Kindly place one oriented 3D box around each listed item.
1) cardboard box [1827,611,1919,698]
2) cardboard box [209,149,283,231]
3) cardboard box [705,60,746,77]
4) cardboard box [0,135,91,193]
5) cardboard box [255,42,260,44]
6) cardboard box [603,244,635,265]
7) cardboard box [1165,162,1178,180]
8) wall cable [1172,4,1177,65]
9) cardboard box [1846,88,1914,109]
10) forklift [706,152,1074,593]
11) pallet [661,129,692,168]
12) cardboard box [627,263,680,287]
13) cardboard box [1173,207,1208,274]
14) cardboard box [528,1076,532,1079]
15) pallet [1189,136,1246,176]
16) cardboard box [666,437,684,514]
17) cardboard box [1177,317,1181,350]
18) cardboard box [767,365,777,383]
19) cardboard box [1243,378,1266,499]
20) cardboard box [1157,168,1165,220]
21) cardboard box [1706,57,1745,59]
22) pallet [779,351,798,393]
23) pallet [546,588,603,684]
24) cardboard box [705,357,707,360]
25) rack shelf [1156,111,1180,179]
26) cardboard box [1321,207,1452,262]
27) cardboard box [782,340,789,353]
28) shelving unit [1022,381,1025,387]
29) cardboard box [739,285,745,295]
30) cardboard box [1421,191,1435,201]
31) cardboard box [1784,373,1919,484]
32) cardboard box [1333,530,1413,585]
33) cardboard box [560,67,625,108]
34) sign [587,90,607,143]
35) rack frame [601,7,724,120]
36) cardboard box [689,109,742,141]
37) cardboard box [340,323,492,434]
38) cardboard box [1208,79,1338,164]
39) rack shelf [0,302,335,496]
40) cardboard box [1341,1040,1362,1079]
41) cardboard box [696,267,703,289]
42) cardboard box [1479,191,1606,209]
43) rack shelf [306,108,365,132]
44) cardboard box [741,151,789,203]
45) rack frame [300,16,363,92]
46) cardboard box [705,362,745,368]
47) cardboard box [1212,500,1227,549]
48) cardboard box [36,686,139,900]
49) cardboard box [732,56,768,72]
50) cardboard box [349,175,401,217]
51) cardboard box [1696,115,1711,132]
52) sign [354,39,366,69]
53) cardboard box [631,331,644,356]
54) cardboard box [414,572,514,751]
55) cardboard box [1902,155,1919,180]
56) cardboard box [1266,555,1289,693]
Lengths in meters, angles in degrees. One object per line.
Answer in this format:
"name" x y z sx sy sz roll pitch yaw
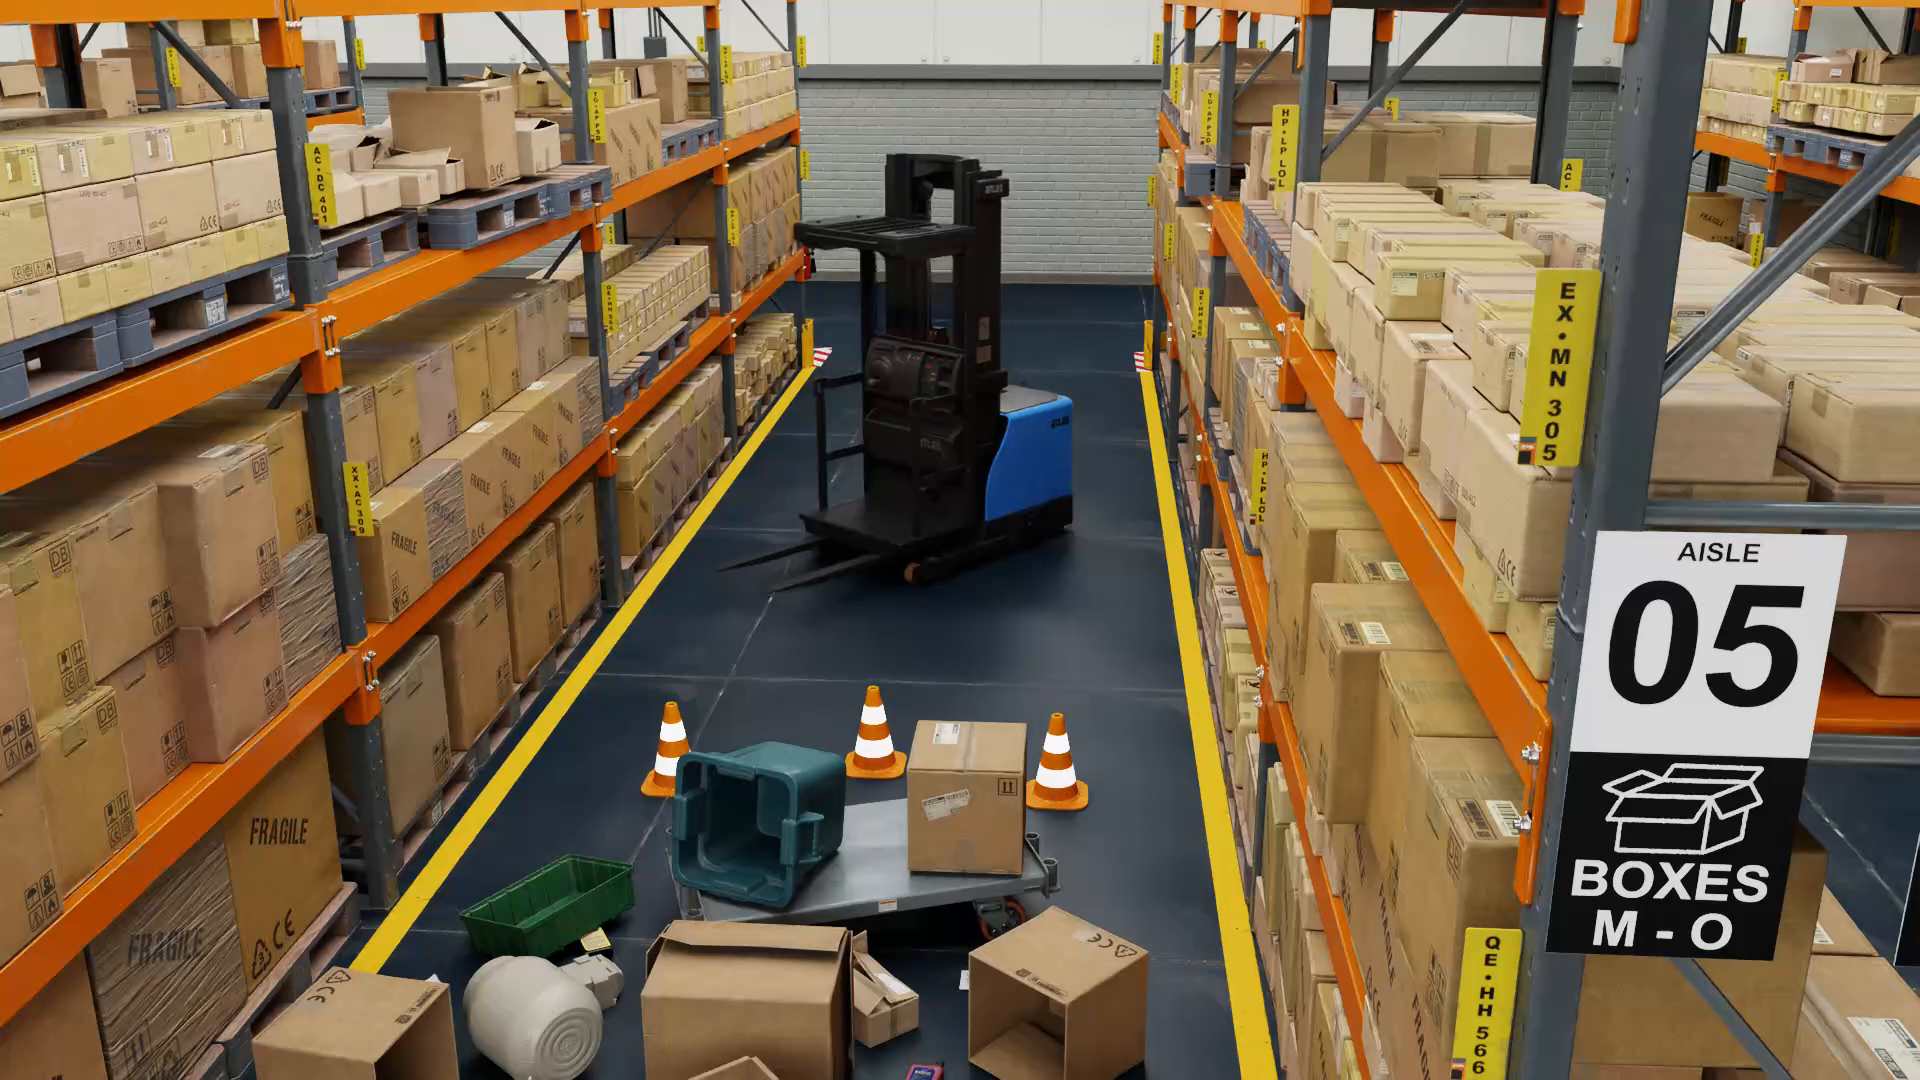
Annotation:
"cardboard box" 1.877 0.184 3.130 0.380 0.149 0.250 1 18 4
"cardboard box" -2.907 -1.320 6.244 0.500 0.250 0.500 1 18 3
"cardboard box" -2.216 -4.410 15.544 0.380 0.149 0.250 1 18 2
"cardboard box" -2.927 -1.155 5.101 0.380 0.149 0.250 1 18 3
"cardboard box" -7.341 -4.828 17.028 0.700 0.500 0.500 0 18 0
"cardboard box" -3.041 -2.471 14.421 0.380 0.149 0.250 2 18 7
"cardboard box" 2.222 -3.630 16.375 0.380 0.149 0.250 1 18 3
"wall cable" 2.804 -8.007 22.908 0.463 3.000 0.029 1 18 4
"cardboard box" 6.922 -3.319 12.510 0.380 0.149 0.250 2 18 5
"forklift" -0.486 -1.242 12.008 1.130 2.935 3.031 16 24 41
"pallet" -2.776 -3.045 12.883 1.213 0.211 1.003 1 18 4
"cardboard box" -2.467 -2.133 13.388 0.380 0.149 0.250 1 18 2
"cardboard box" 2.072 -2.534 14.071 0.500 0.500 0.500 1 18 5
"cardboard box" -1.414 2.139 5.970 0.396 0.266 0.258 4 19 13
"pallet" 2.174 -2.783 12.085 1.003 0.211 1.213 2 18 6
"cardboard box" -2.471 -0.519 13.031 0.500 0.500 0.500 1 18 3
"cardboard box" 2.007 -1.620 13.289 0.500 0.250 0.500 1 18 3
"cardboard box" -2.120 -1.735 17.304 0.380 0.149 0.250 2 18 5
"cardboard box" 1.698 -0.508 8.342 0.500 0.500 0.500 2 18 6
"cardboard box" 2.328 -3.603 17.334 0.500 0.500 0.500 1 18 2
"cardboard box" 7.268 -4.561 16.168 0.500 0.250 0.500 1 18 3
"pallet" -2.367 -1.862 18.267 1.003 0.211 1.213 1 18 4
"pallet" -2.973 0.590 10.782 1.003 0.211 1.213 1 18 4
"cardboard box" -2.768 -1.871 16.764 0.380 0.149 0.250 1 18 2
"rack shelf" 2.533 -3.846 16.181 1.077 0.370 4.000 1 18 4
"cardboard box" 1.405 -1.007 5.484 0.380 0.149 0.250 1 18 4
"cardboard box" -2.056 -2.117 17.993 0.380 0.149 0.250 1 18 2
"shelving unit" 0.373 -0.808 13.702 0.215 1.050 0.252 -12 21 -32
"cardboard box" -2.271 -2.432 15.930 0.380 0.149 0.250 0 18 1
"cardboard box" 1.714 -1.395 7.112 0.500 0.250 0.500 1 18 3
"cardboard box" 1.759 -0.205 3.037 0.380 0.149 0.250 1 18 4
"cardboard box" 1.501 0.289 4.980 0.700 0.500 0.500 1 18 4
"cardboard box" -2.500 -3.094 11.342 0.396 0.266 0.258 1 18 4
"sign" -2.288 -2.672 10.485 0.100 0.325 0.005 1 18 4
"rack frame" -2.554 -5.071 13.947 1.000 3.000 0.127 1 18 4
"cardboard box" -2.258 -3.712 14.859 0.500 0.250 0.500 2 18 7
"cardboard box" -2.989 -0.886 9.044 0.700 0.500 0.500 1 18 3
"cardboard box" 1.980 -2.693 10.668 0.797 0.503 0.637 0 18 1
"rack shelf" -3.271 -0.198 5.048 1.077 0.370 4.000 1 18 4
"cardboard box" 1.308 1.580 4.779 0.380 0.149 0.250 2 18 5
"cardboard box" -2.404 -2.232 14.169 0.380 0.149 0.250 1 18 4
"cardboard box" 2.069 -1.156 5.938 0.380 0.149 0.250 1 18 3
"rack shelf" -7.351 -4.067 16.856 1.077 0.370 4.000 1 18 4
"cardboard box" -2.089 -3.822 17.524 0.500 0.500 0.500 1 18 2
"rack frame" -7.208 -6.456 18.172 1.000 3.000 0.127 1 18 4
"cardboard box" -2.275 -1.614 15.980 0.380 0.149 0.250 1 18 3
"cardboard box" 2.236 -0.301 11.763 0.875 0.875 0.875 1 18 3
"cardboard box" -3.254 0.811 5.389 0.875 0.550 0.500 1 18 4
"cardboard box" -2.122 -4.737 16.542 0.380 0.149 0.250 2 18 5
"cardboard box" -2.806 -1.605 7.756 0.250 0.149 0.380 1 18 4
"cardboard box" 7.153 -3.935 15.700 0.380 0.149 0.250 2 18 5
"sign" -6.667 -5.397 18.464 0.100 0.325 0.005 1 18 4
"cardboard box" -2.552 -1.444 12.240 0.380 0.149 0.250 2 18 6
"cardboard box" -3.100 0.640 9.092 1.050 0.750 0.750 1 18 4
"cardboard box" 6.920 -2.620 11.524 0.500 0.250 0.500 1 18 4
"cardboard box" 1.507 0.285 6.597 0.500 0.500 0.500 1 18 4
